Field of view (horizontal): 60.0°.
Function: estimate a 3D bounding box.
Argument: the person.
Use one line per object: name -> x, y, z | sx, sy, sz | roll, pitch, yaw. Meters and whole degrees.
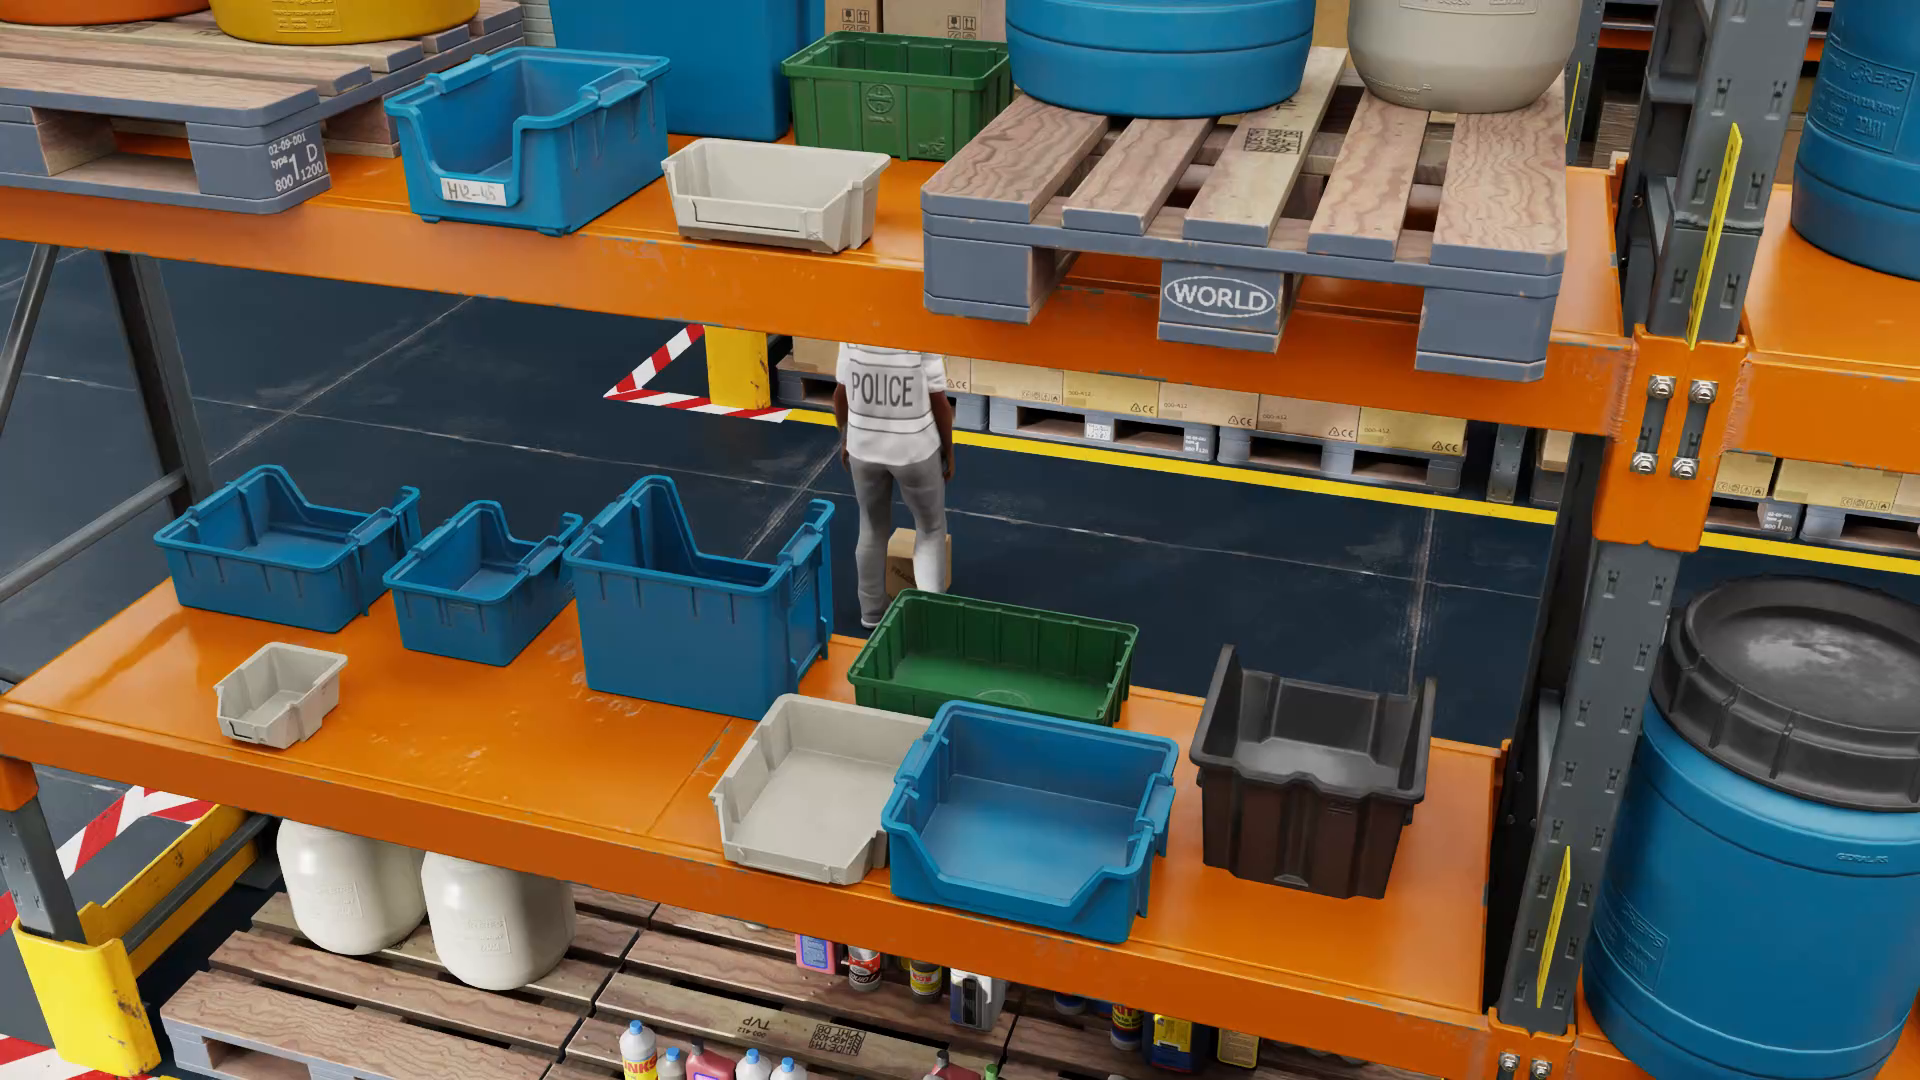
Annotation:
person -> -0.251, -0.372, 6.790 | 0.513, 1.656, 0.396 | 7, 30, 13
